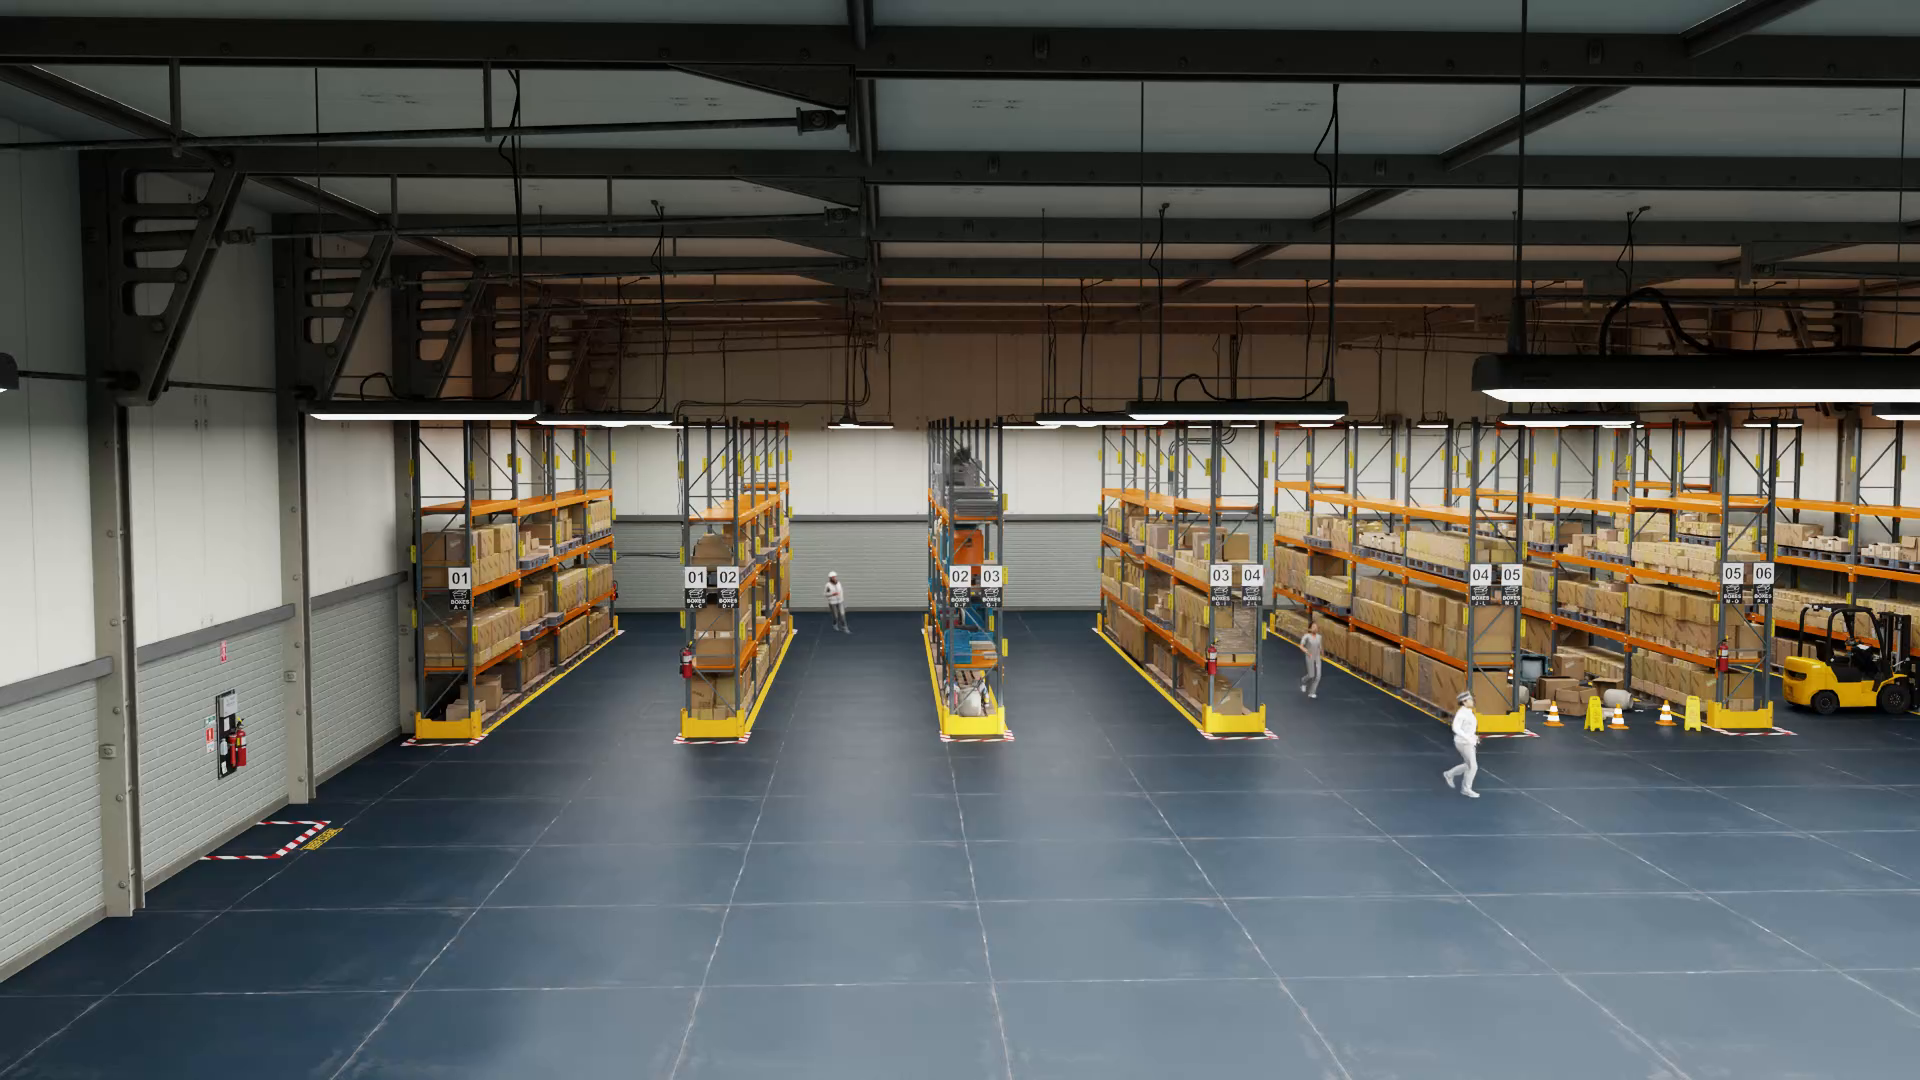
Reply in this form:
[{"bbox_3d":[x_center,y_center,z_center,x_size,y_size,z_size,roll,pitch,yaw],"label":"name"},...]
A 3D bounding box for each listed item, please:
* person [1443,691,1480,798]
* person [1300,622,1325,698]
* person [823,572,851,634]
[{"bbox_3d":[7.881,3.192,26.119,0.566,1.668,0.628,2,4,29],"label":"person"},{"bbox_3d":[7.587,2.570,35.839,0.555,1.624,0.566,-1,4,-17],"label":"person"},{"bbox_3d":[-3.573,1.774,47.161,0.680,1.752,0.913,-2,4,-26],"label":"person"}]
